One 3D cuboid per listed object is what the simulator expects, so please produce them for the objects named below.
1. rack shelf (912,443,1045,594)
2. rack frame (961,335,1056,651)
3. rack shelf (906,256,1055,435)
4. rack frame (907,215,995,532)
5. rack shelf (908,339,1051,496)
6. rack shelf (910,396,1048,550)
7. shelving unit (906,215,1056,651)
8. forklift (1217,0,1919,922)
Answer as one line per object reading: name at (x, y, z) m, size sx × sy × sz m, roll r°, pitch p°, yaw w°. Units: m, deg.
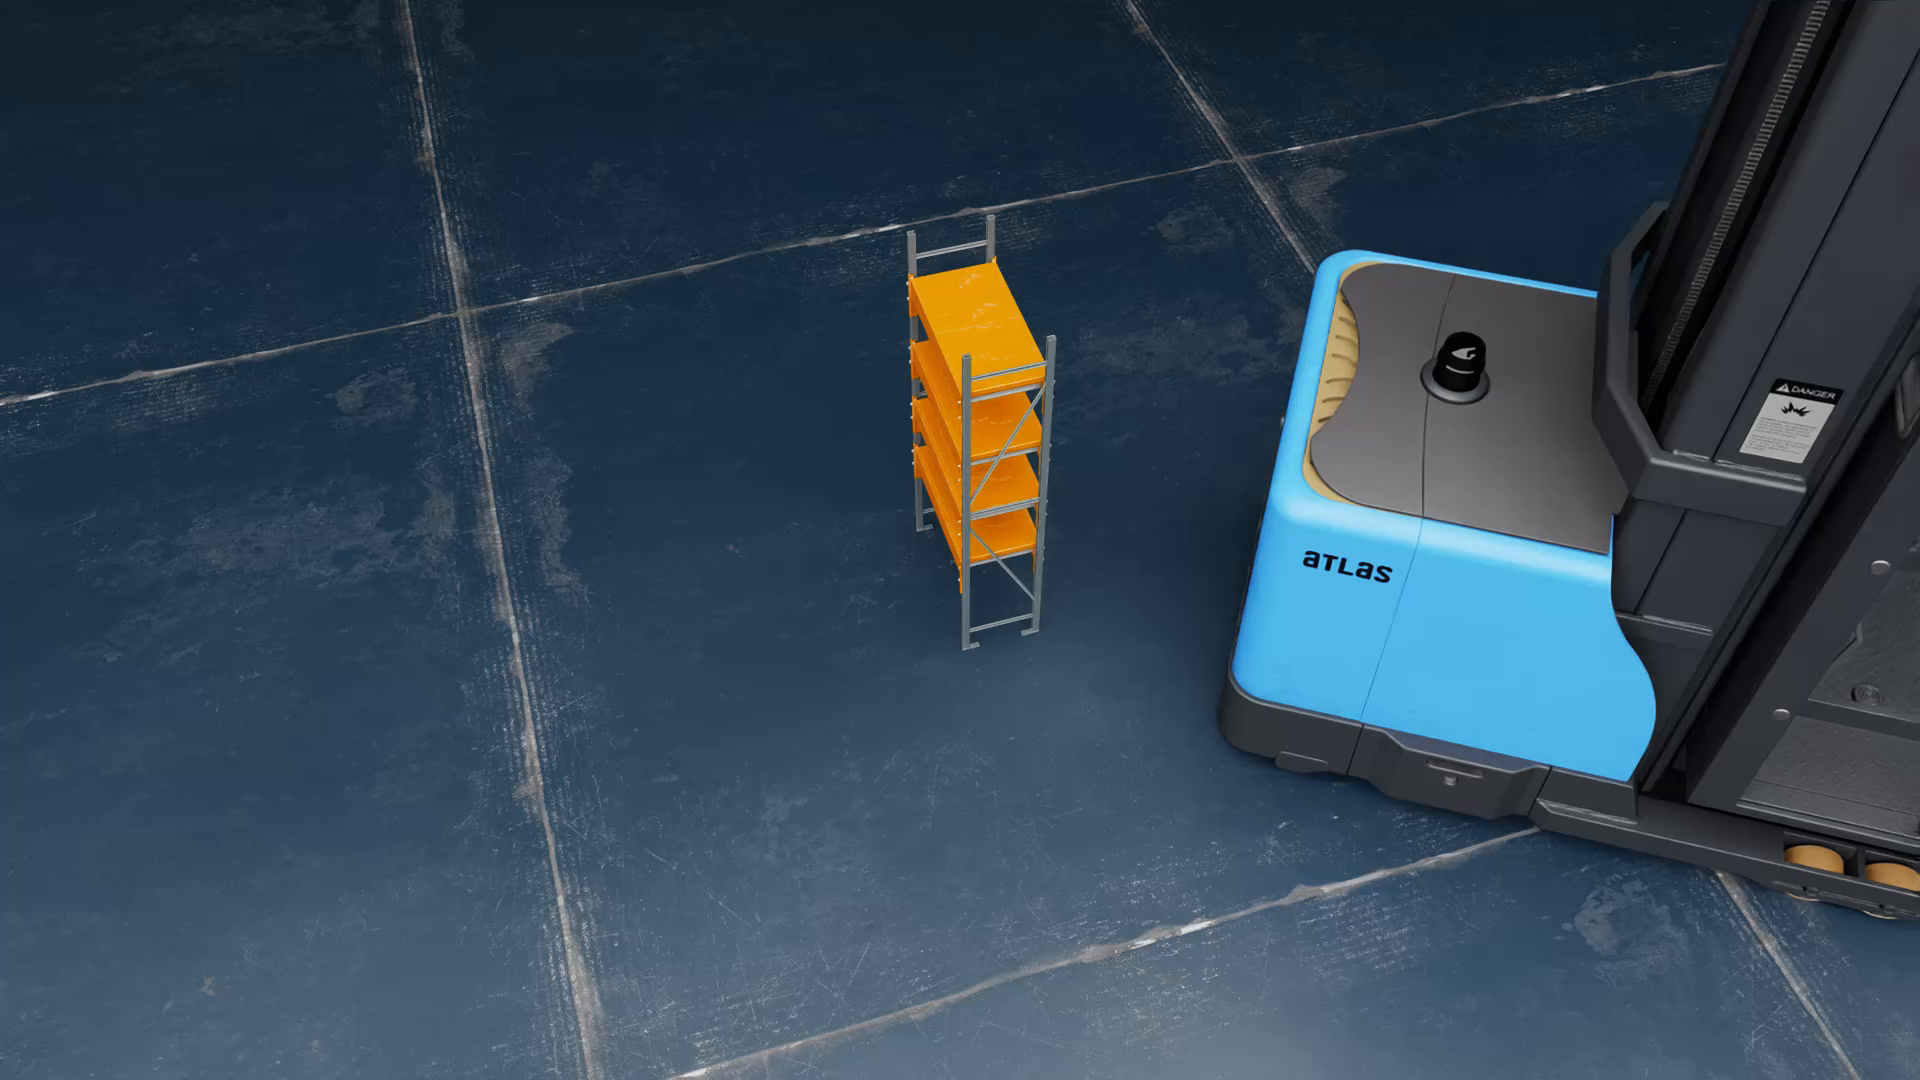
rack shelf at (0.049, -0.094, 4.893) m, size 0.258 × 0.148 × 0.480 m, roll -13°, pitch 51°, yaw -11°
rack frame at (0.121, -0.088, 4.539) m, size 0.240 × 1.200 × 0.015 m, roll -13°, pitch 51°, yaw -11°
rack shelf at (0.049, -0.519, 4.389) m, size 0.258 × 0.148 × 0.480 m, roll -13°, pitch 51°, yaw -11°
rack frame at (-0.023, -0.444, 4.840) m, size 0.240 × 1.200 × 0.015 m, roll -13°, pitch 51°, yaw -11°
rack shelf at (0.049, -0.367, 4.570) m, size 0.258 × 0.148 × 0.480 m, roll -13°, pitch 51°, yaw -11°
rack shelf at (0.049, -0.222, 4.741) m, size 0.258 × 0.148 × 0.480 m, roll -13°, pitch 51°, yaw -11°
shelving unit at (0.049, -0.266, 4.689) m, size 0.258 × 1.200 × 0.503 m, roll -13°, pitch 51°, yaw -11°
forklift at (2.306, -0.398, 3.669) m, size 3.031 × 2.935 × 1.130 m, roll 12°, pitch 51°, yaw 10°
